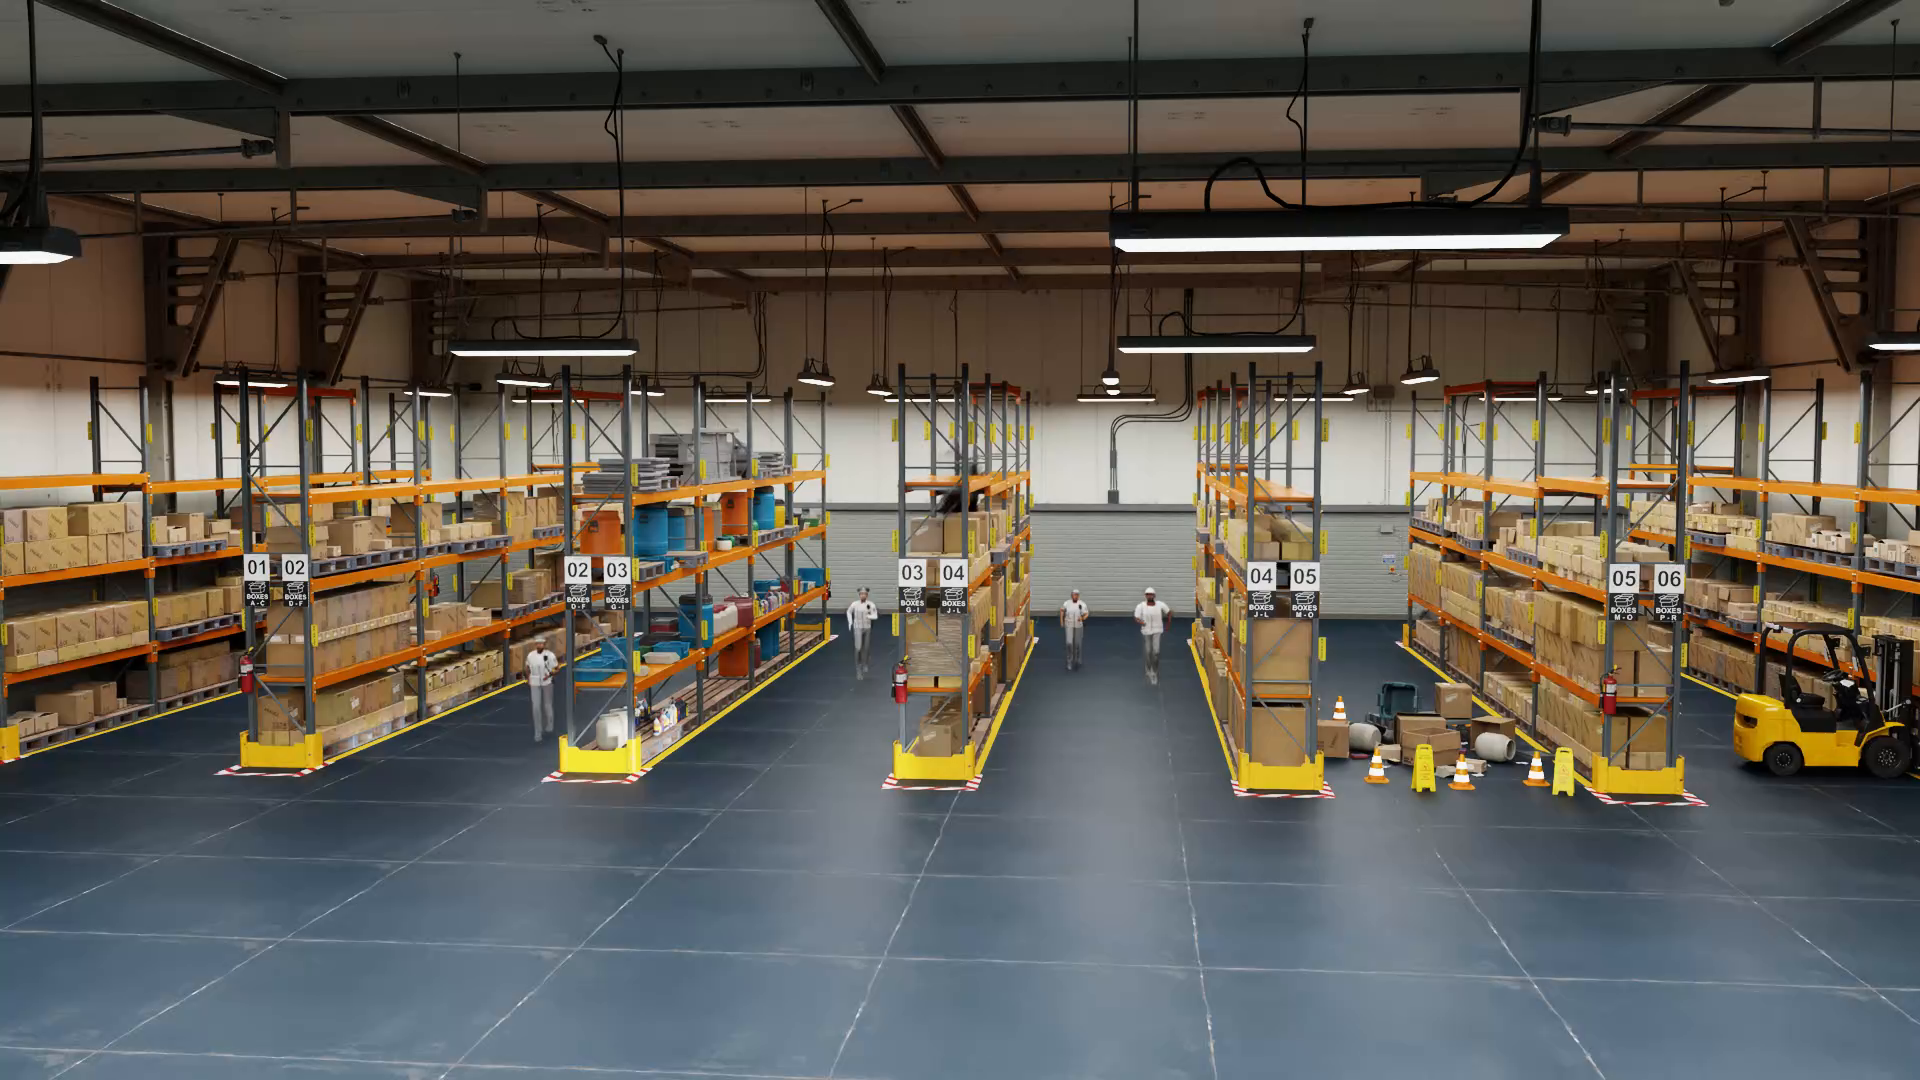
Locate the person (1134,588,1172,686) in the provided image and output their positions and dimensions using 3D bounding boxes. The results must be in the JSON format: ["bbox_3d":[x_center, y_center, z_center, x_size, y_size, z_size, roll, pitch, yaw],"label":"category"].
[{"bbox_3d":[3.697,1.842,31.967,0.707,1.859,0.733,1,4,10],"label":"person"}]

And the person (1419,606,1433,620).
[{"bbox_3d":[11.378,1.648,40.286,0.611,1.586,0.590,2,4,28],"label":"person"}]

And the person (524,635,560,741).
[{"bbox_3d":[-6.866,2.389,27.294,0.590,1.690,0.846,0,4,-5],"label":"person"}]

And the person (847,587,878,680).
[{"bbox_3d":[-1.901,1.809,32.500,0.578,1.803,0.717,-1,4,-8],"label":"person"}]

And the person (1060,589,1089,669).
[{"bbox_3d":[2.451,1.916,35.596,0.616,1.717,0.717,0,4,2],"label":"person"}]
